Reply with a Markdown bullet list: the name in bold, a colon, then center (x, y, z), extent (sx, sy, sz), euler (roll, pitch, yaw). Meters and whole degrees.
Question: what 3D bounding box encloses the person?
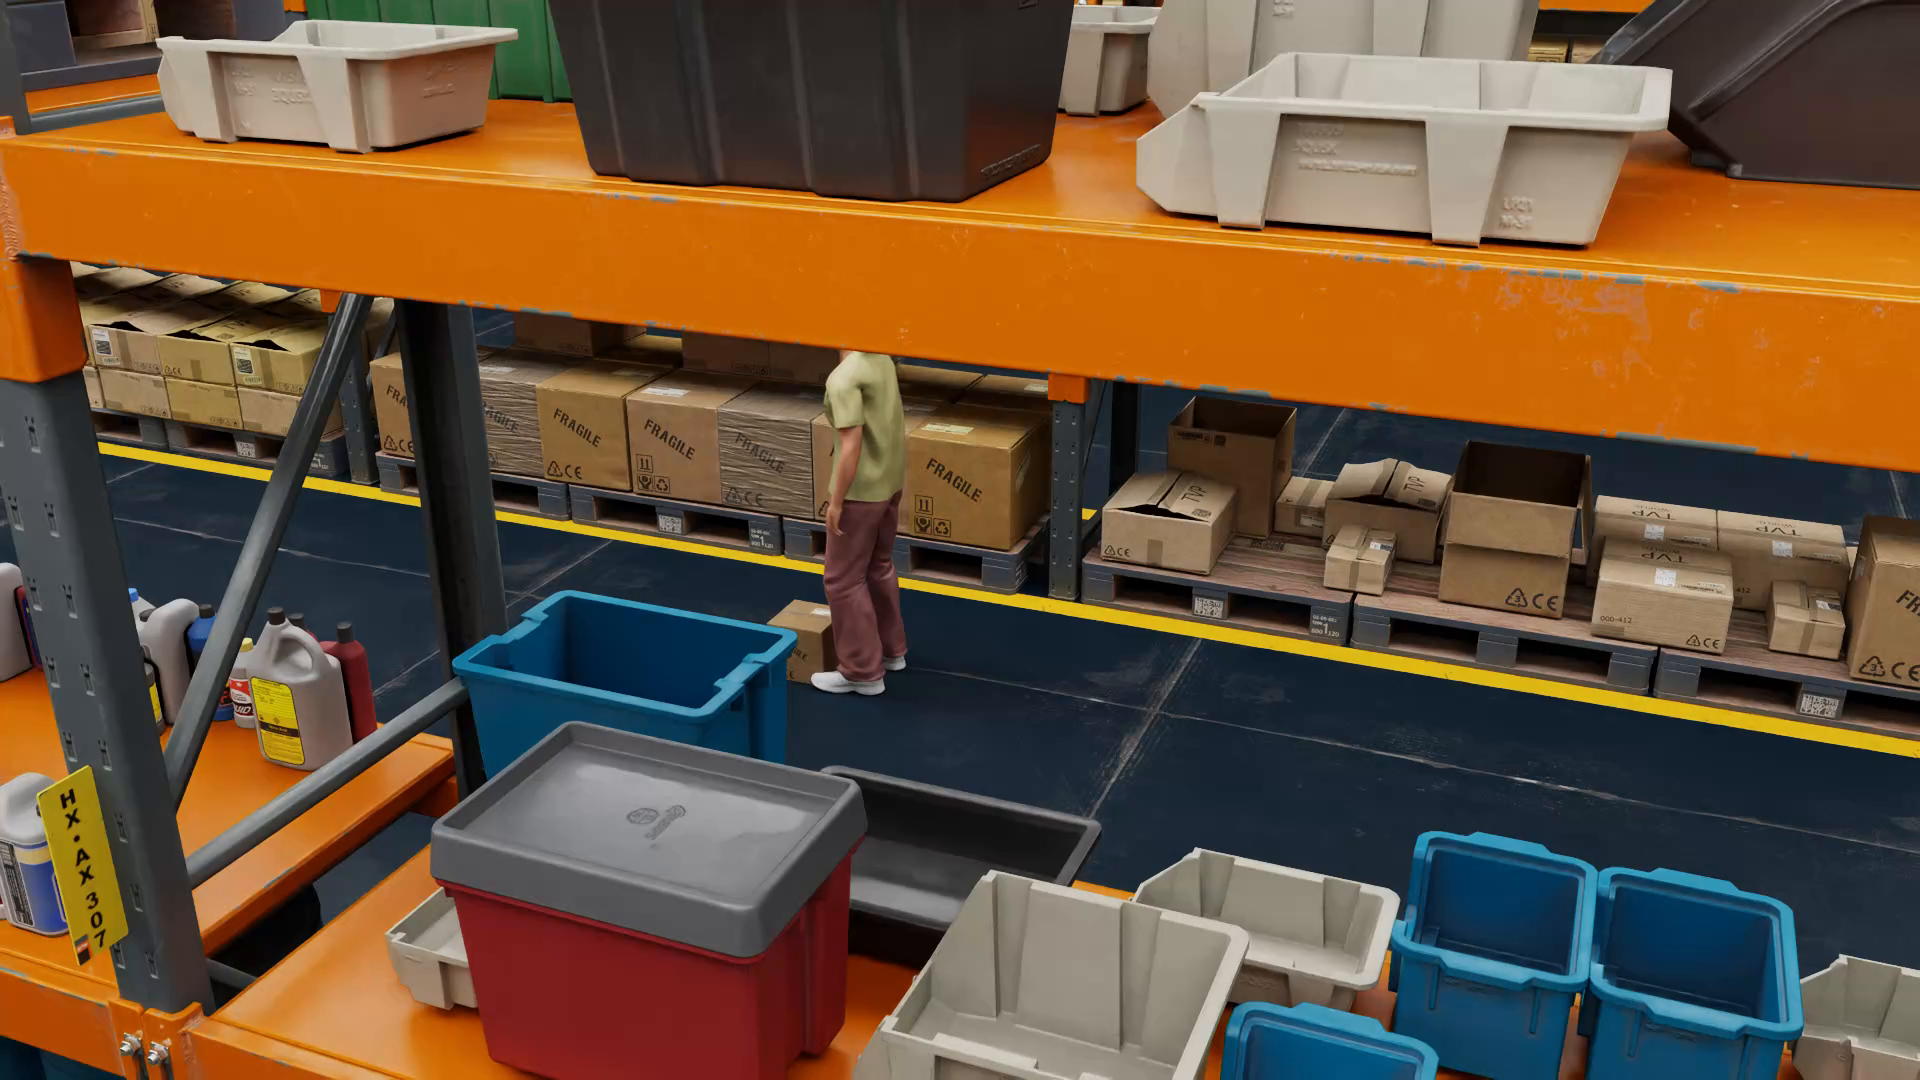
- **person**: center (-0.402, -0.194, 6.564), extent (0.357, 1.672, 0.521), euler (8, 24, 18)
